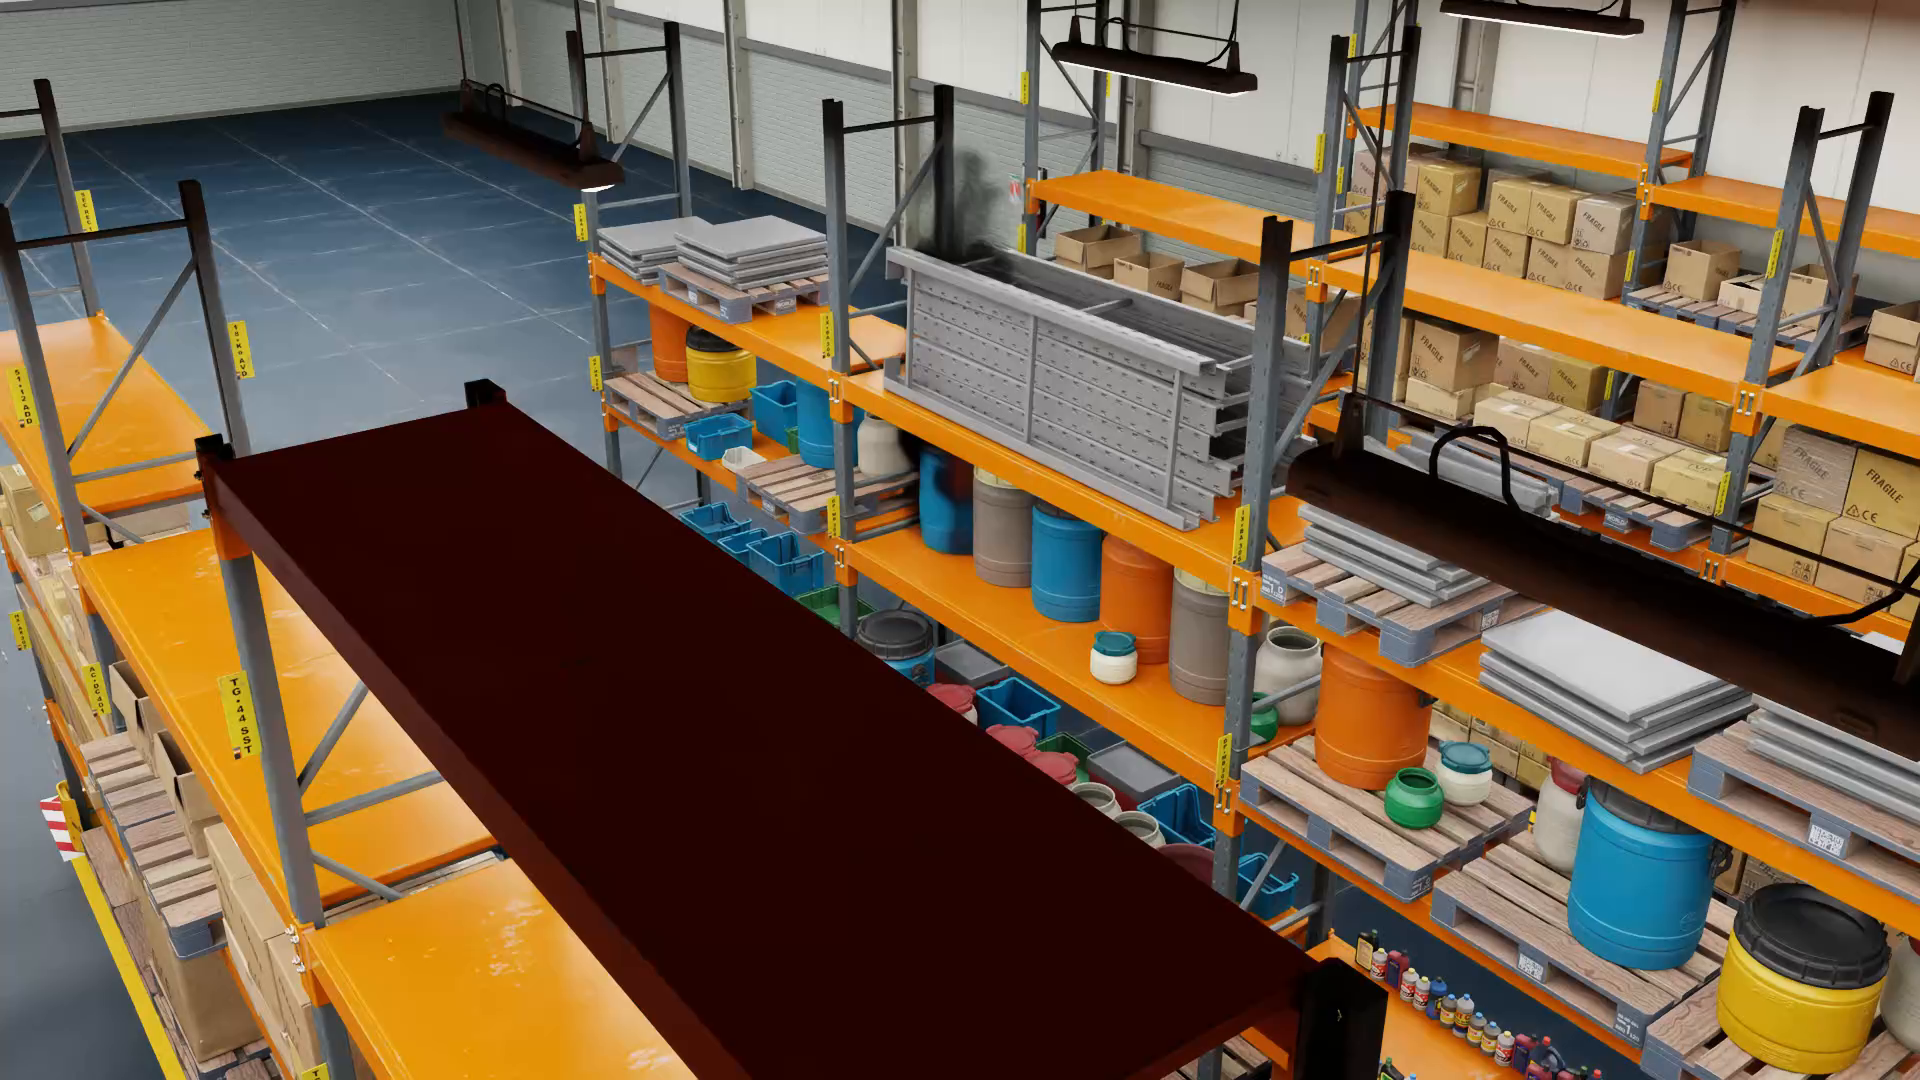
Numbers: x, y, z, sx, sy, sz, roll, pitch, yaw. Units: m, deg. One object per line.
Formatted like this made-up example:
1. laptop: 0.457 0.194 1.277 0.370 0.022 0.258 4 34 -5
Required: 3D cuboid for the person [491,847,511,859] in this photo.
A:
1. person: -3.403 1.942 12.259 0.937 1.605 0.536 21 32 38
